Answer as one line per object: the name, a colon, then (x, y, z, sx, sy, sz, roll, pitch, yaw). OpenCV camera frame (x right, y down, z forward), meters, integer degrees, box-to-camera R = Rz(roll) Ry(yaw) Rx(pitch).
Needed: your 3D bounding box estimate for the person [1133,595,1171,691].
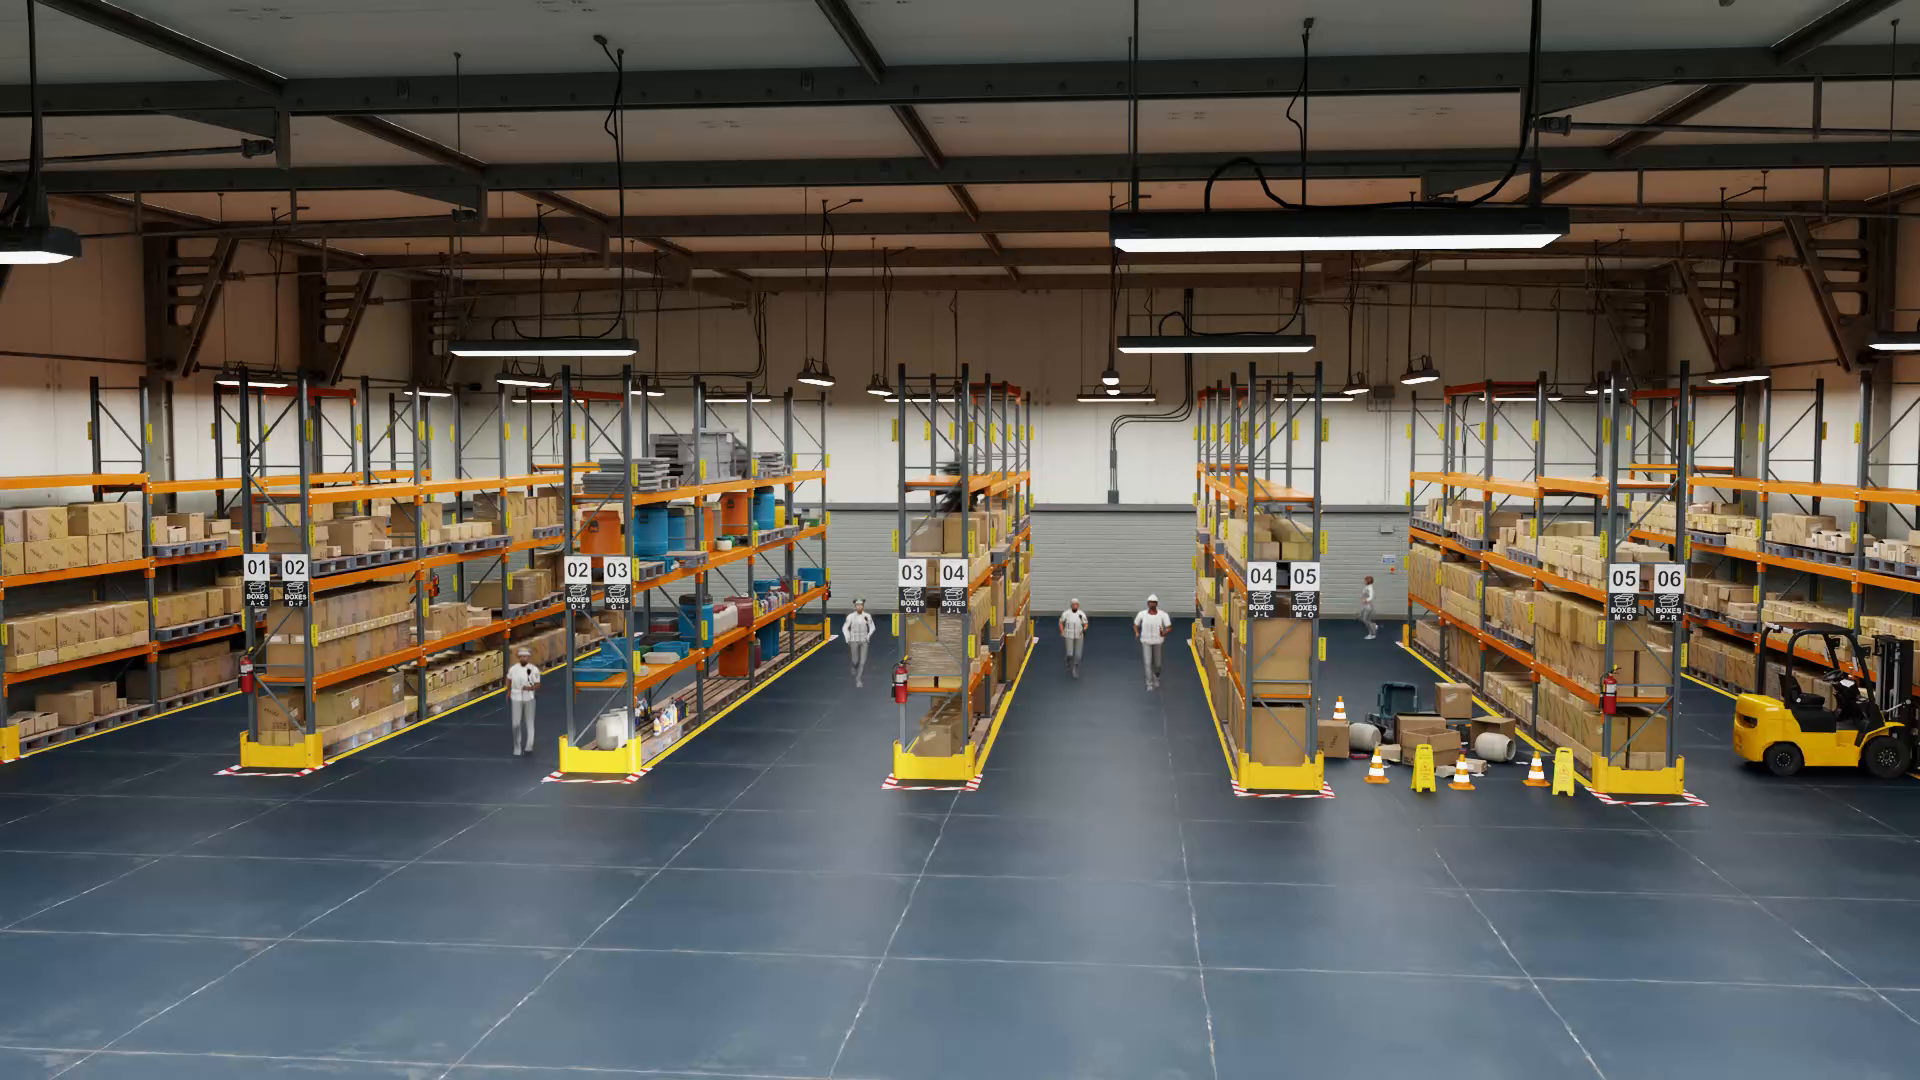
person: (3.521, 1.887, 30.519, 0.712, 1.749, 0.739, 0, 4, 8)

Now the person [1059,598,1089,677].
person: (2.337, 2.009, 34.074, 0.605, 1.625, 0.543, 0, 4, -2)

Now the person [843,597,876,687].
person: (-1.888, 1.897, 31.033, 0.594, 1.668, 0.555, -1, 4, -9)

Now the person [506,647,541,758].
person: (-6.771, 2.508, 25.761, 0.548, 1.715, 0.696, -1, 4, -10)

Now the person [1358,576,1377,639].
person: (9.925, 1.633, 40.427, 0.473, 1.555, 0.569, 1, 4, 9)
